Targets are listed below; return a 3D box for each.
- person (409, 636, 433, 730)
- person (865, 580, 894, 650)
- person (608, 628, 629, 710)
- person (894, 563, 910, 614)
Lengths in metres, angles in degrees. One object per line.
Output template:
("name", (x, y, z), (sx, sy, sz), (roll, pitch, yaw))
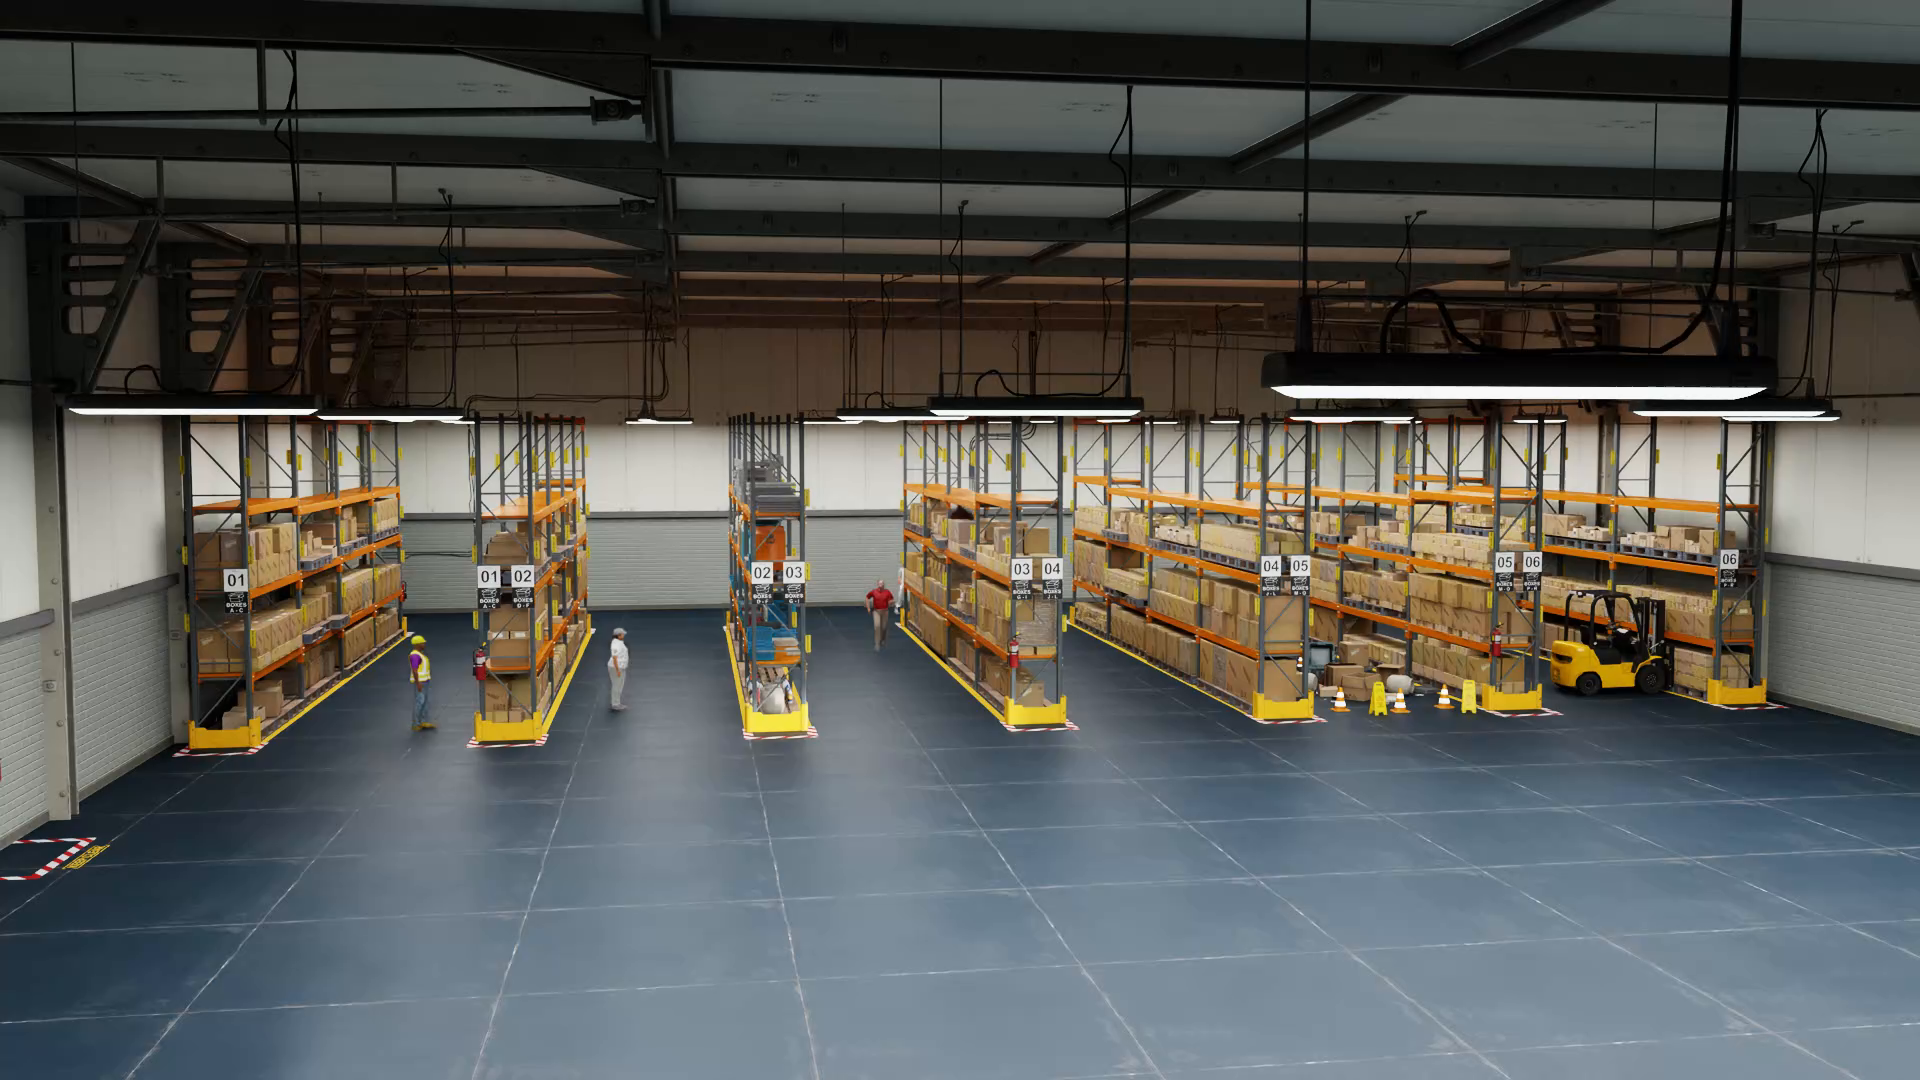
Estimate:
("person", (-10.271, 2.728, 31.663), (0.427, 1.826, 0.650), (1, 4, 9))
("person", (-2.009, 1.859, 41.673), (0.723, 1.699, 0.993), (0, 4, -3))
("person", (-6.921, 2.605, 33.699), (0.408, 1.666, 0.532), (1, 4, 9))
("person", (-1.585, 1.432, 50.216), (0.664, 1.747, 1.013), (-3, 5, -41))
